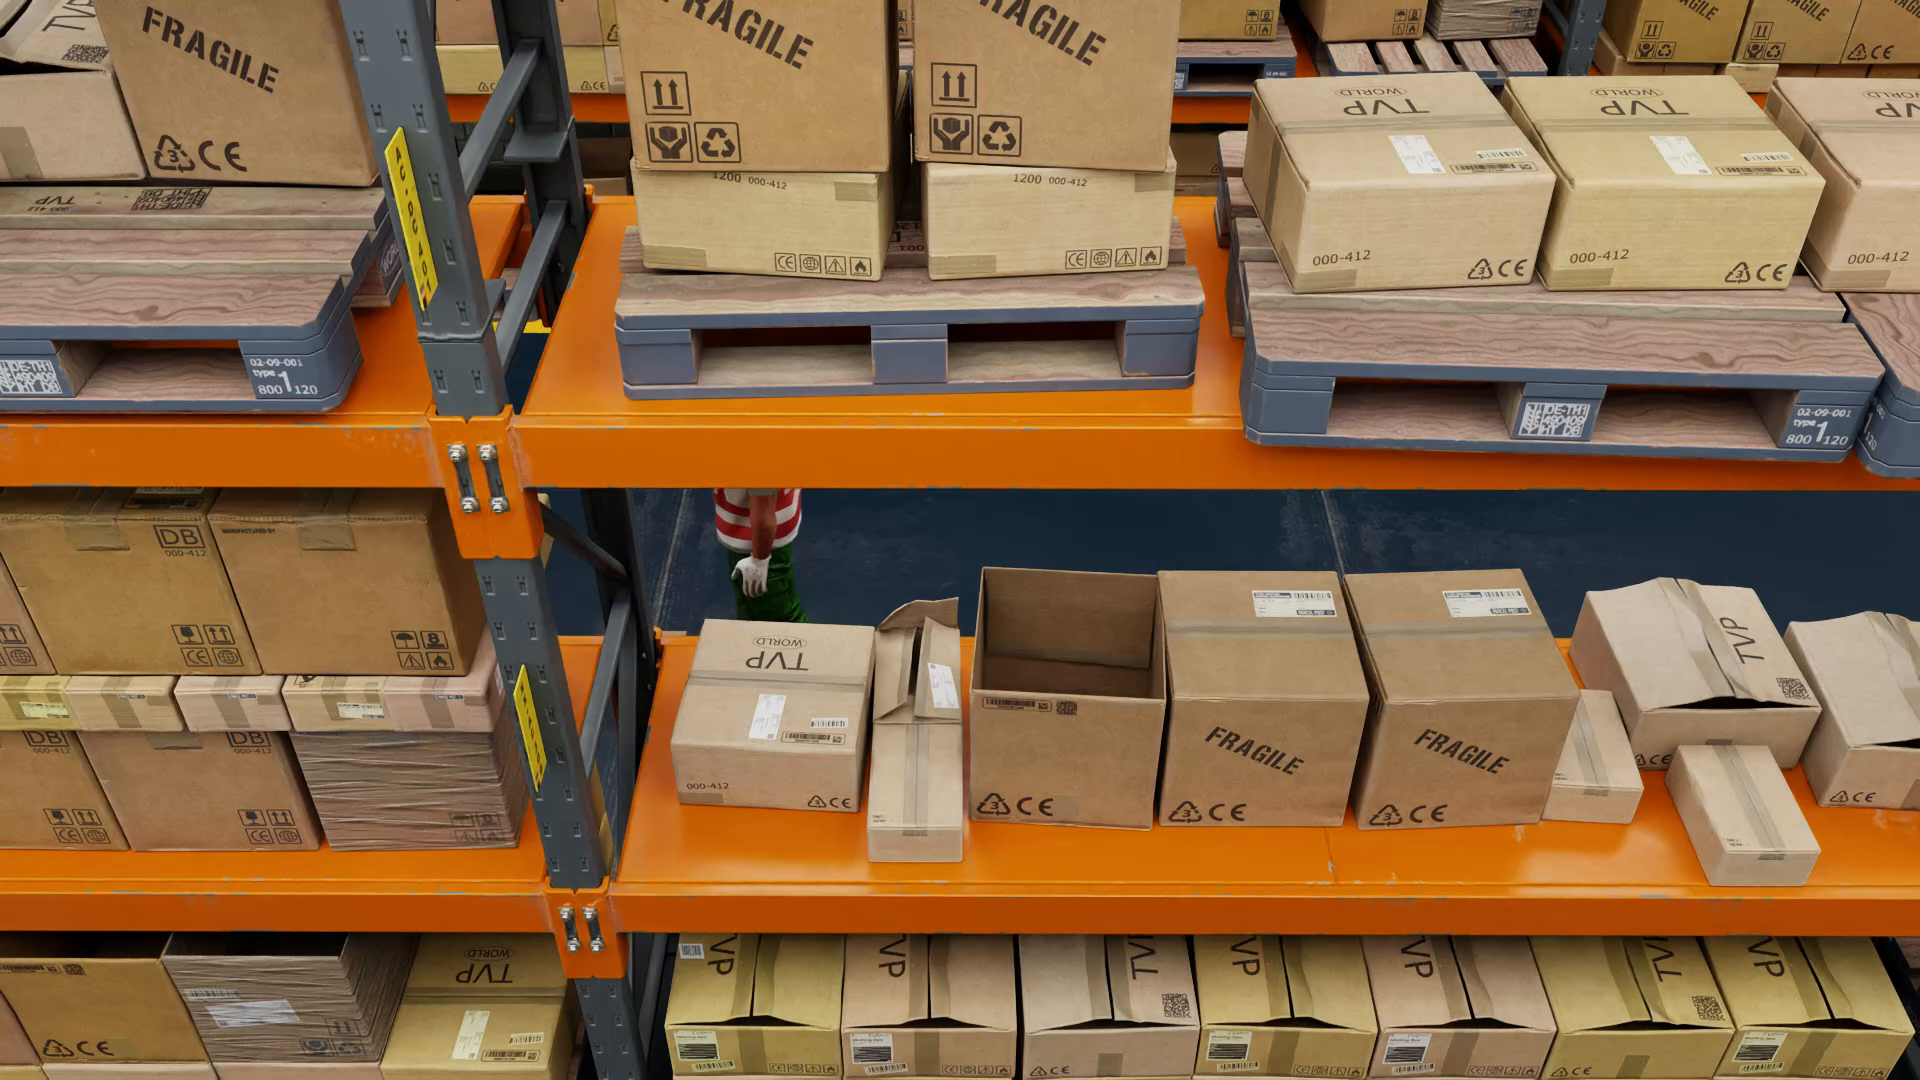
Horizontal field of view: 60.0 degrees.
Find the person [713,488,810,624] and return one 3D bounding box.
[{"bbox_3d":[-0.800,-0.056,6.205,0.605,1.795,0.539,0,39,1],"label":"person"}]
